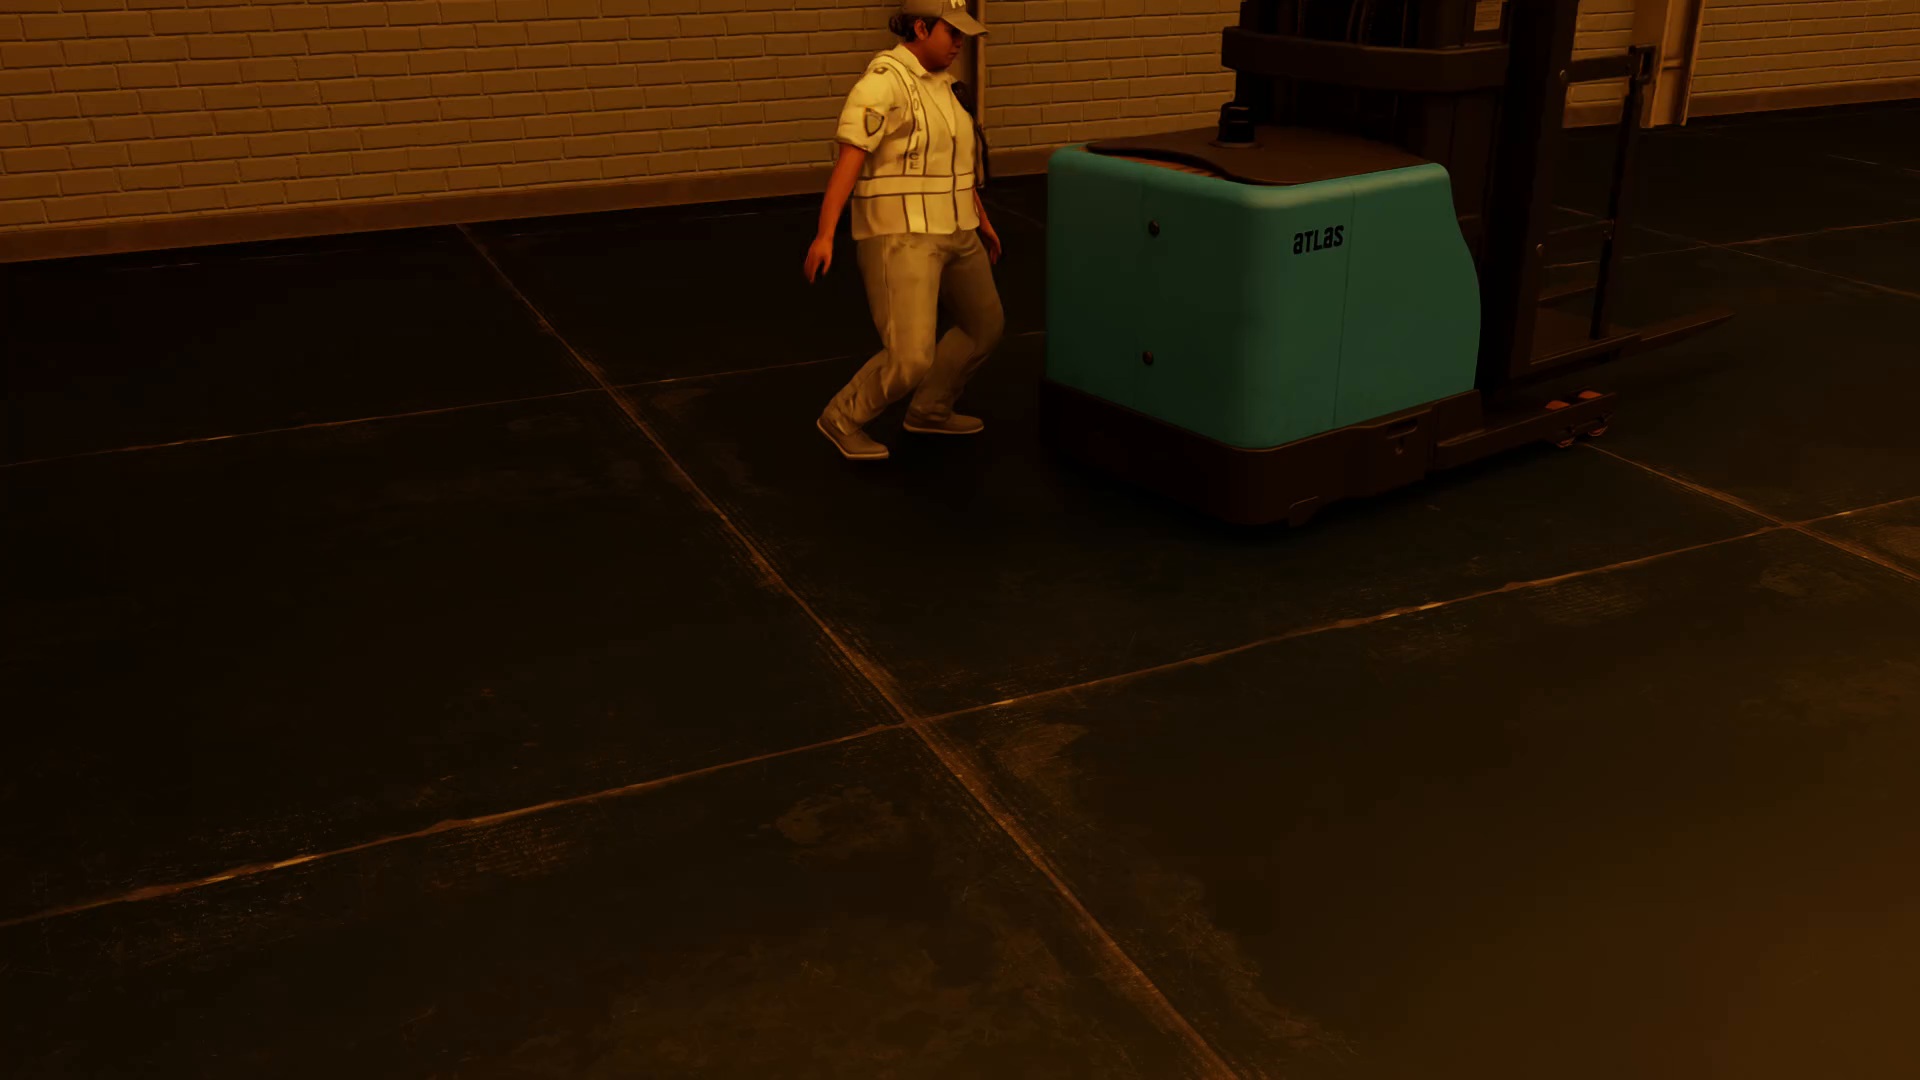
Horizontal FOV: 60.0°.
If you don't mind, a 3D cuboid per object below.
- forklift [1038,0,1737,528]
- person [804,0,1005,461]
[{"bbox_3d":[1.751,-1.825,5.679,3.031,2.935,1.130,-16,28,-34],"label":"forklift"},{"bbox_3d":[-0.166,-1.010,5.501,0.484,1.587,0.834,17,28,34],"label":"person"}]
